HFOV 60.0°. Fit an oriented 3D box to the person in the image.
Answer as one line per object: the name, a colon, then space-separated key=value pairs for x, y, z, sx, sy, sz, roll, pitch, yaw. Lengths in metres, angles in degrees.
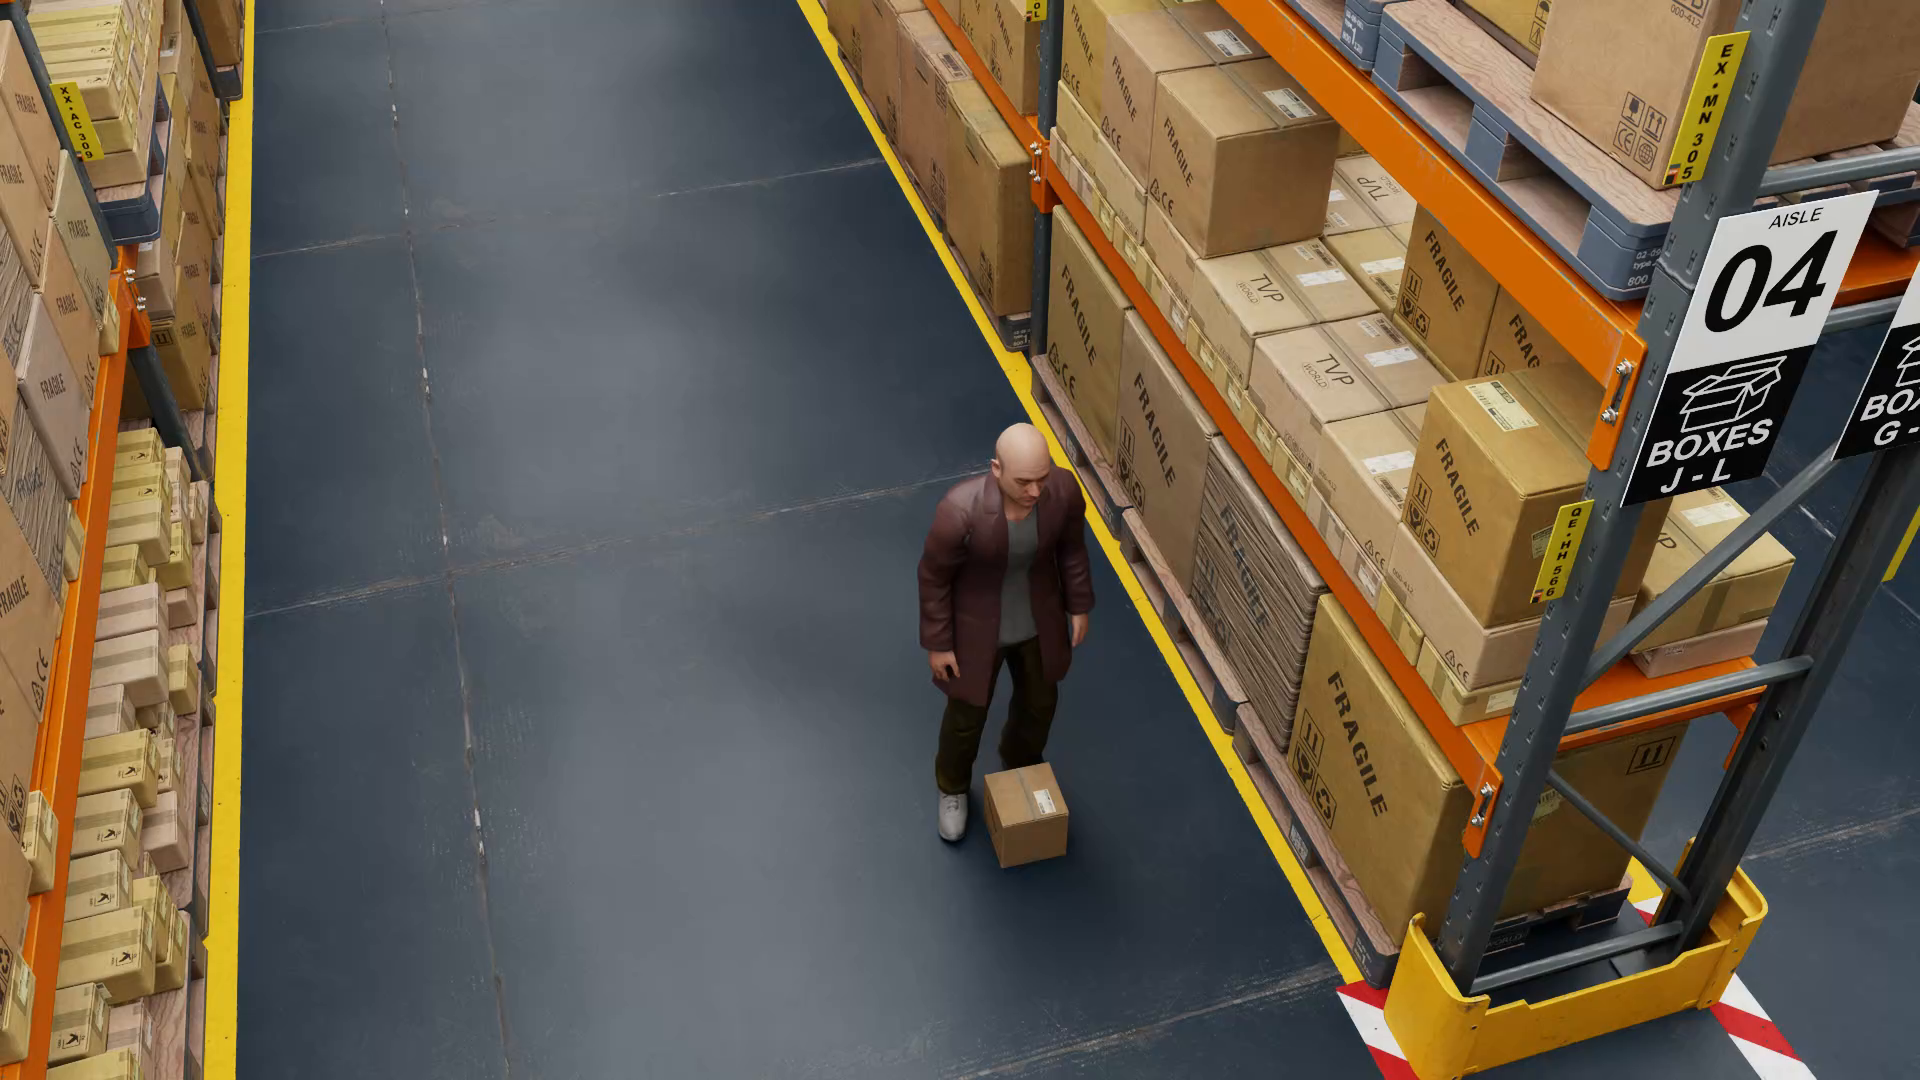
person: x=0.167 y=0.297 z=5.837 sx=0.654 sy=1.774 sz=0.424 roll=-14 pitch=44 yaw=-15
